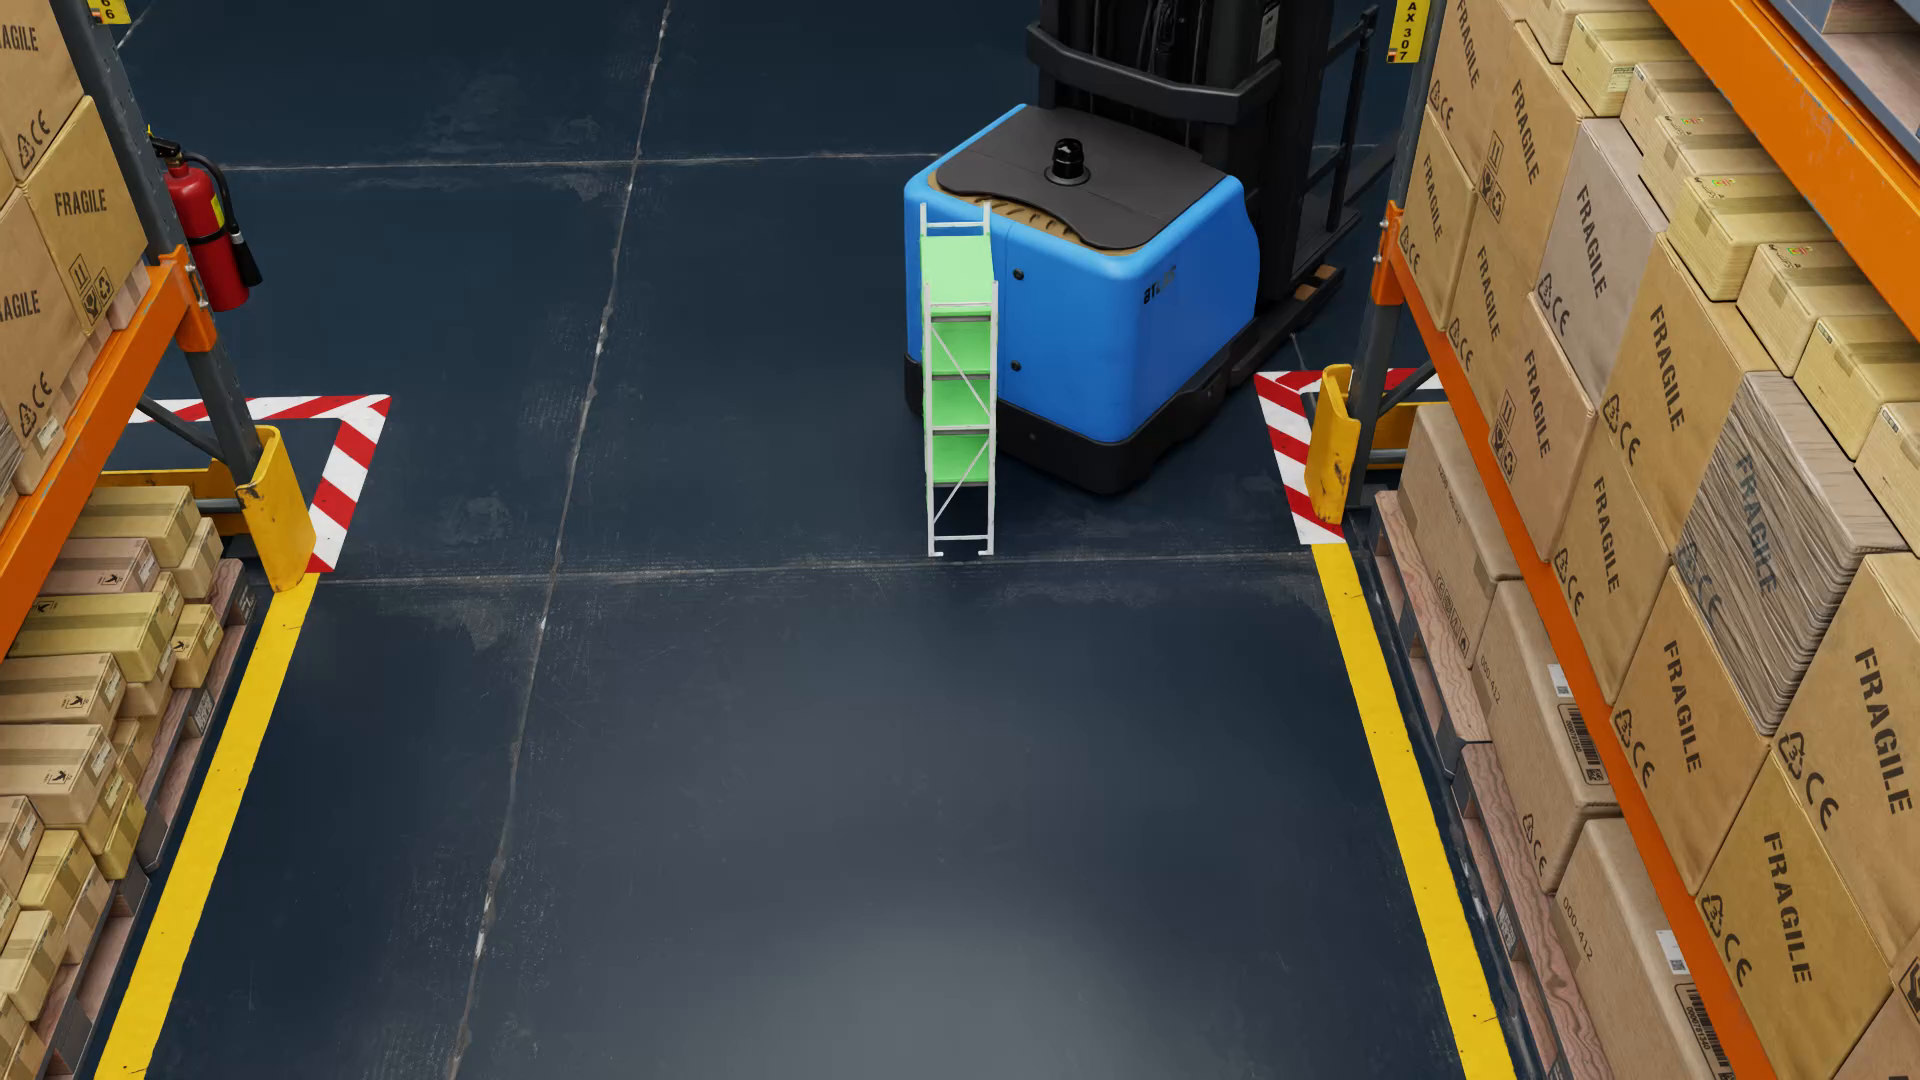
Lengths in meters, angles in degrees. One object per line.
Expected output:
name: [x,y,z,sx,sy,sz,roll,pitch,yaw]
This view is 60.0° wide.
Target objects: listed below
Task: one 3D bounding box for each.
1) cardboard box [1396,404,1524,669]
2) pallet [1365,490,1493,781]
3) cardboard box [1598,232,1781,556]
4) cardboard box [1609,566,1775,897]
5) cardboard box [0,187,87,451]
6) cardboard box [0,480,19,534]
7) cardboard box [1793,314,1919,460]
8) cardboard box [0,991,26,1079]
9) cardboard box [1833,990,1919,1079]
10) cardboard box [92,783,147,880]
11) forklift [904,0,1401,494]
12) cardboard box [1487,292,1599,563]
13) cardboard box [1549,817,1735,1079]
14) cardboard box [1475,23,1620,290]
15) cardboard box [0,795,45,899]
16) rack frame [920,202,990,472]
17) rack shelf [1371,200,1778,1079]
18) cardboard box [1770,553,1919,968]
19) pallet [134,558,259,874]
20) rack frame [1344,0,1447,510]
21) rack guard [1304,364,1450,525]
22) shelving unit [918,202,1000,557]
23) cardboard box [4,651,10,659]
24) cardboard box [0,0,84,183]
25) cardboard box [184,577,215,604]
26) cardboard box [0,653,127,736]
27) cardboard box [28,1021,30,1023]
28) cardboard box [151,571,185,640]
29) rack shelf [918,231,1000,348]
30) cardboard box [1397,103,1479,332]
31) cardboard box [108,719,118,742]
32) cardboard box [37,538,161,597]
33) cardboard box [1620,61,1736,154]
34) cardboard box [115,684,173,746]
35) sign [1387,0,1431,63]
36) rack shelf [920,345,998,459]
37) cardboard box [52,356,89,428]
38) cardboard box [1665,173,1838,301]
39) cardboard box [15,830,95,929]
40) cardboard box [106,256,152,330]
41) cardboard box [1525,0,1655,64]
cardboard box: [2.066,-0.046,5.666,0.875,0.438,0.875,-3,43,-3]
pallet: [2.051,0.287,5.781,1.003,0.211,1.213,-2,43,-2]
cardboard box: [1.755,-0.319,3.564,0.500,0.500,0.500,-1,43,-2]
cardboard box: [1.770,0.393,3.527,0.500,0.500,0.500,-2,43,-2]
cardboard box: [-2.710,-0.571,4.359,0.500,0.500,0.500,-2,43,-2]
cardboard box: [-2.692,-0.075,4.298,0.380,0.149,0.250,-3,43,-4]
cardboard box: [1.786,-0.286,3.048,0.380,0.149,0.250,-2,43,-3]
cardboard box: [-2.620,1.292,4.199,0.380,0.149,0.250,-2,43,-2]
cardboard box: [1.833,1.079,2.779,0.500,0.500,0.500,-1,43,-1]
cardboard box: [-2.638,0.866,4.885,0.380,0.149,0.250,-3,43,-4]
forklift: [1.051,-2.208,6.490,1.130,2.935,3.031,26,49,26]
cardboard box: [1.725,-0.298,4.282,0.500,0.500,0.500,-2,43,-2]
cardboard box: [2.150,1.180,4.328,0.875,0.438,0.875,-3,43,-3]
cardboard box: [1.703,-1.003,4.310,0.500,0.500,0.500,-3,43,-3]
cardboard box: [-2.721,0.839,4.474,0.380,0.149,0.250,-3,43,-3]
rack frame: [-0.017,-0.719,6.146,0.240,1.200,0.015,-2,43,-2]
rack shelf: [2.023,0.337,4.195,1.077,0.370,4.000,-2,43,-2]
cardboard box: [1.799,0.363,2.820,0.500,0.500,0.500,-2,43,-2]
pallet: [-3.000,0.561,5.482,1.003,0.211,1.213,-2,43,-2]
rack frame: [1.938,-1.278,5.425,1.000,3.000,0.127,-2,43,-2]
rack guard: [1.937,-0.373,6.287,1.175,0.500,0.348,-2,43,-2]
shelving unit: [-0.007,-0.554,5.966,0.258,1.200,0.503,-2,43,-2]
cardboard box: [-3.183,0.429,5.141,0.380,0.149,0.250,-1,43,-1]
cardboard box: [-2.735,-1.281,4.394,0.500,0.500,0.500,-2,43,-3]
cardboard box: [-2.772,0.177,5.636,0.380,0.149,0.250,-1,43,-1]
cardboard box: [-2.688,0.478,4.867,0.380,0.149,0.250,-3,43,-4]
cardboard box: [-2.711,1.224,4.494,0.380,0.149,0.250,-1,43,-1]
cardboard box: [-2.738,0.244,5.342,0.380,0.149,0.250,-3,43,-3]
rack shelf: [-0.007,-0.861,5.685,0.258,0.148,0.480,-2,43,-2]
cardboard box: [1.672,-0.983,5.028,0.500,0.500,0.500,-2,43,-2]
cardboard box: [-2.763,0.602,4.953,0.380,0.149,0.250,-2,43,-2]
cardboard box: [-2.774,0.130,5.247,0.380,0.149,0.250,-1,43,-1]
cardboard box: [1.749,-0.969,3.793,0.380,0.149,0.250,-1,43,-1]
cardboard box: [-2.735,0.529,5.252,0.380,0.149,0.250,-2,43,-2]
sign: [1.384,-1.615,5.093,0.100,0.325,0.005,-2,43,-2]
rack shelf: [-0.007,-0.507,6.010,0.258,0.148,0.480,-2,43,-2]
cardboard box: [-2.708,-0.426,4.680,0.380,0.149,0.250,-2,43,-2]
cardboard box: [1.701,-0.627,3.420,0.380,0.149,0.250,-3,43,-3]
cardboard box: [-2.644,0.940,4.583,0.380,0.149,0.250,0,43,0]
cardboard box: [-2.707,-0.764,5.049,0.380,0.149,0.250,-2,43,-2]
cardboard box: [1.656,-1.322,4.178,0.380,0.149,0.250,0,43,0]
